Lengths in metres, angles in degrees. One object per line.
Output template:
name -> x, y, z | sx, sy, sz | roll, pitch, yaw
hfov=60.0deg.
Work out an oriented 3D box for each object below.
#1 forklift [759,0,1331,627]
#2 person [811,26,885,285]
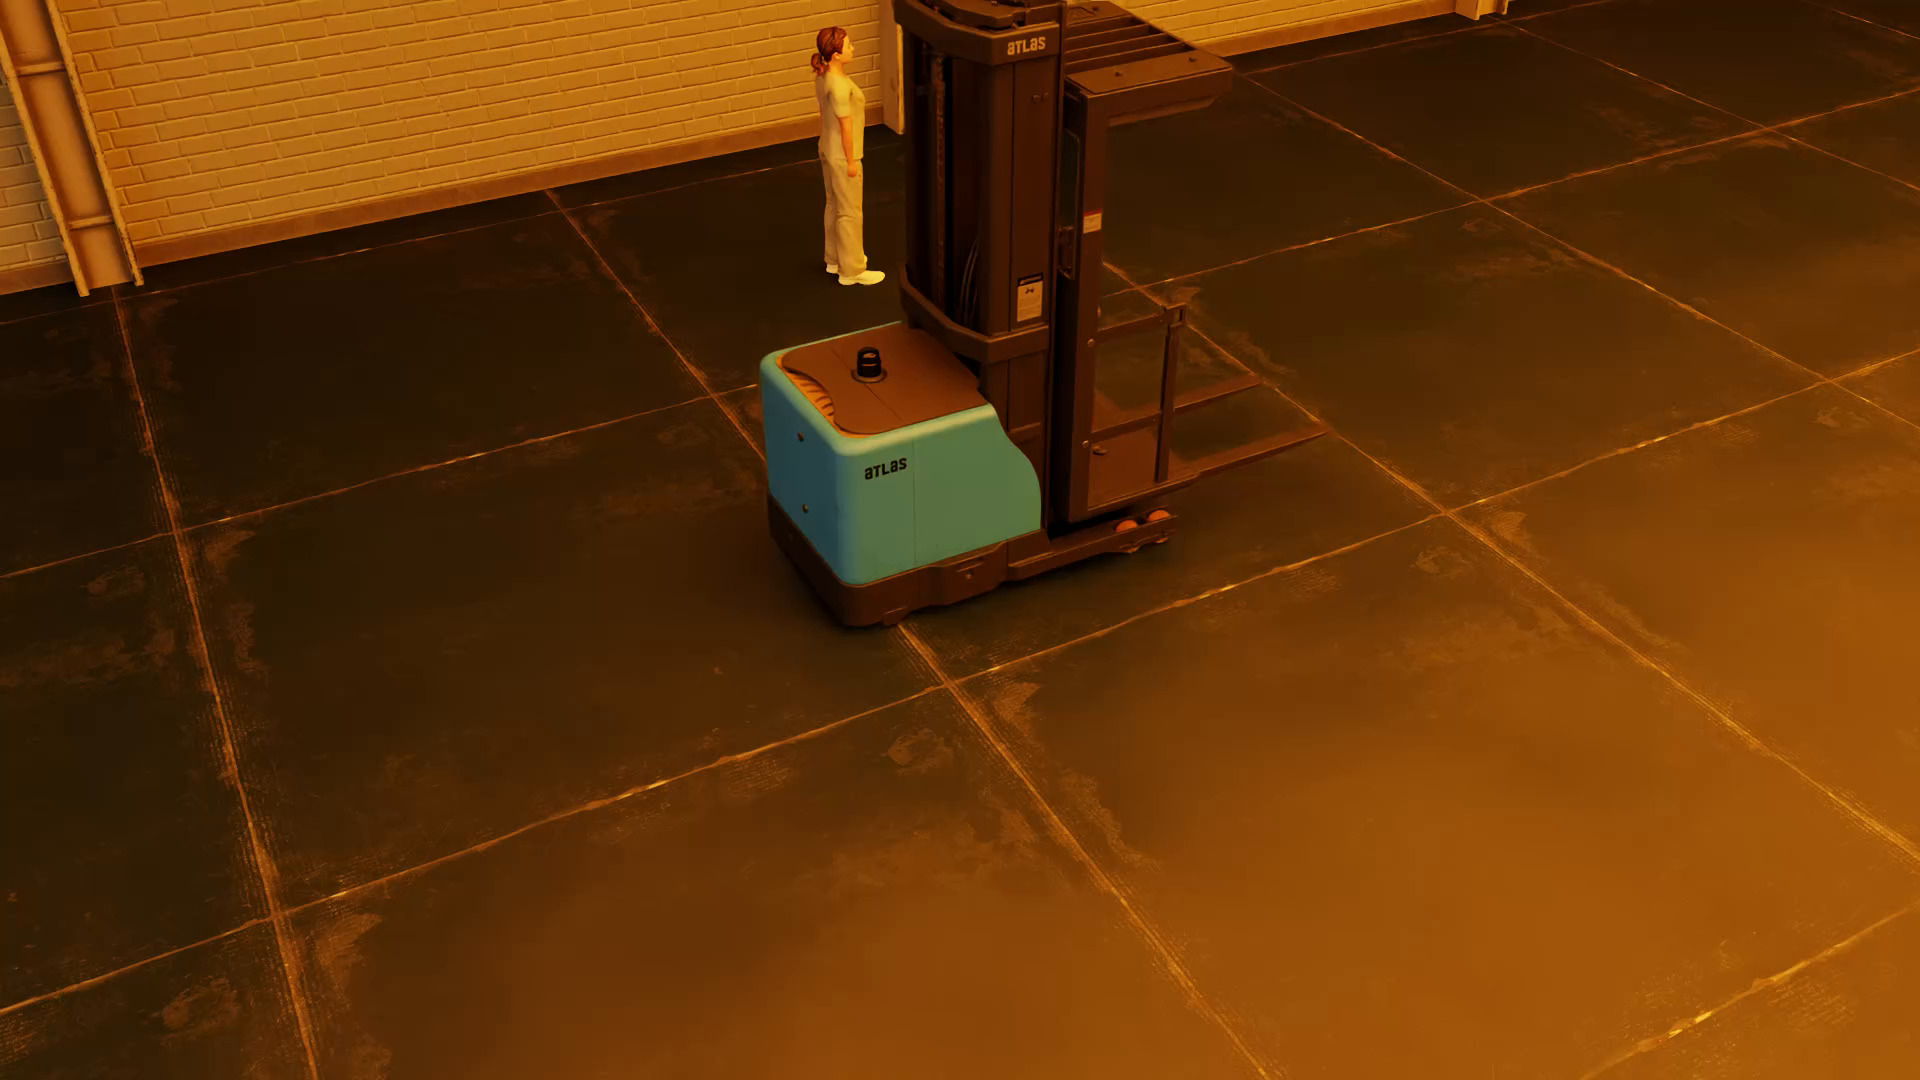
forklift -> 0.553, -1.381, 8.077 | 3.031, 2.935, 1.130 | -17, 39, -23
person -> -0.751, -2.476, 10.718 | 0.382, 1.671, 0.437 | -14, 38, -19
